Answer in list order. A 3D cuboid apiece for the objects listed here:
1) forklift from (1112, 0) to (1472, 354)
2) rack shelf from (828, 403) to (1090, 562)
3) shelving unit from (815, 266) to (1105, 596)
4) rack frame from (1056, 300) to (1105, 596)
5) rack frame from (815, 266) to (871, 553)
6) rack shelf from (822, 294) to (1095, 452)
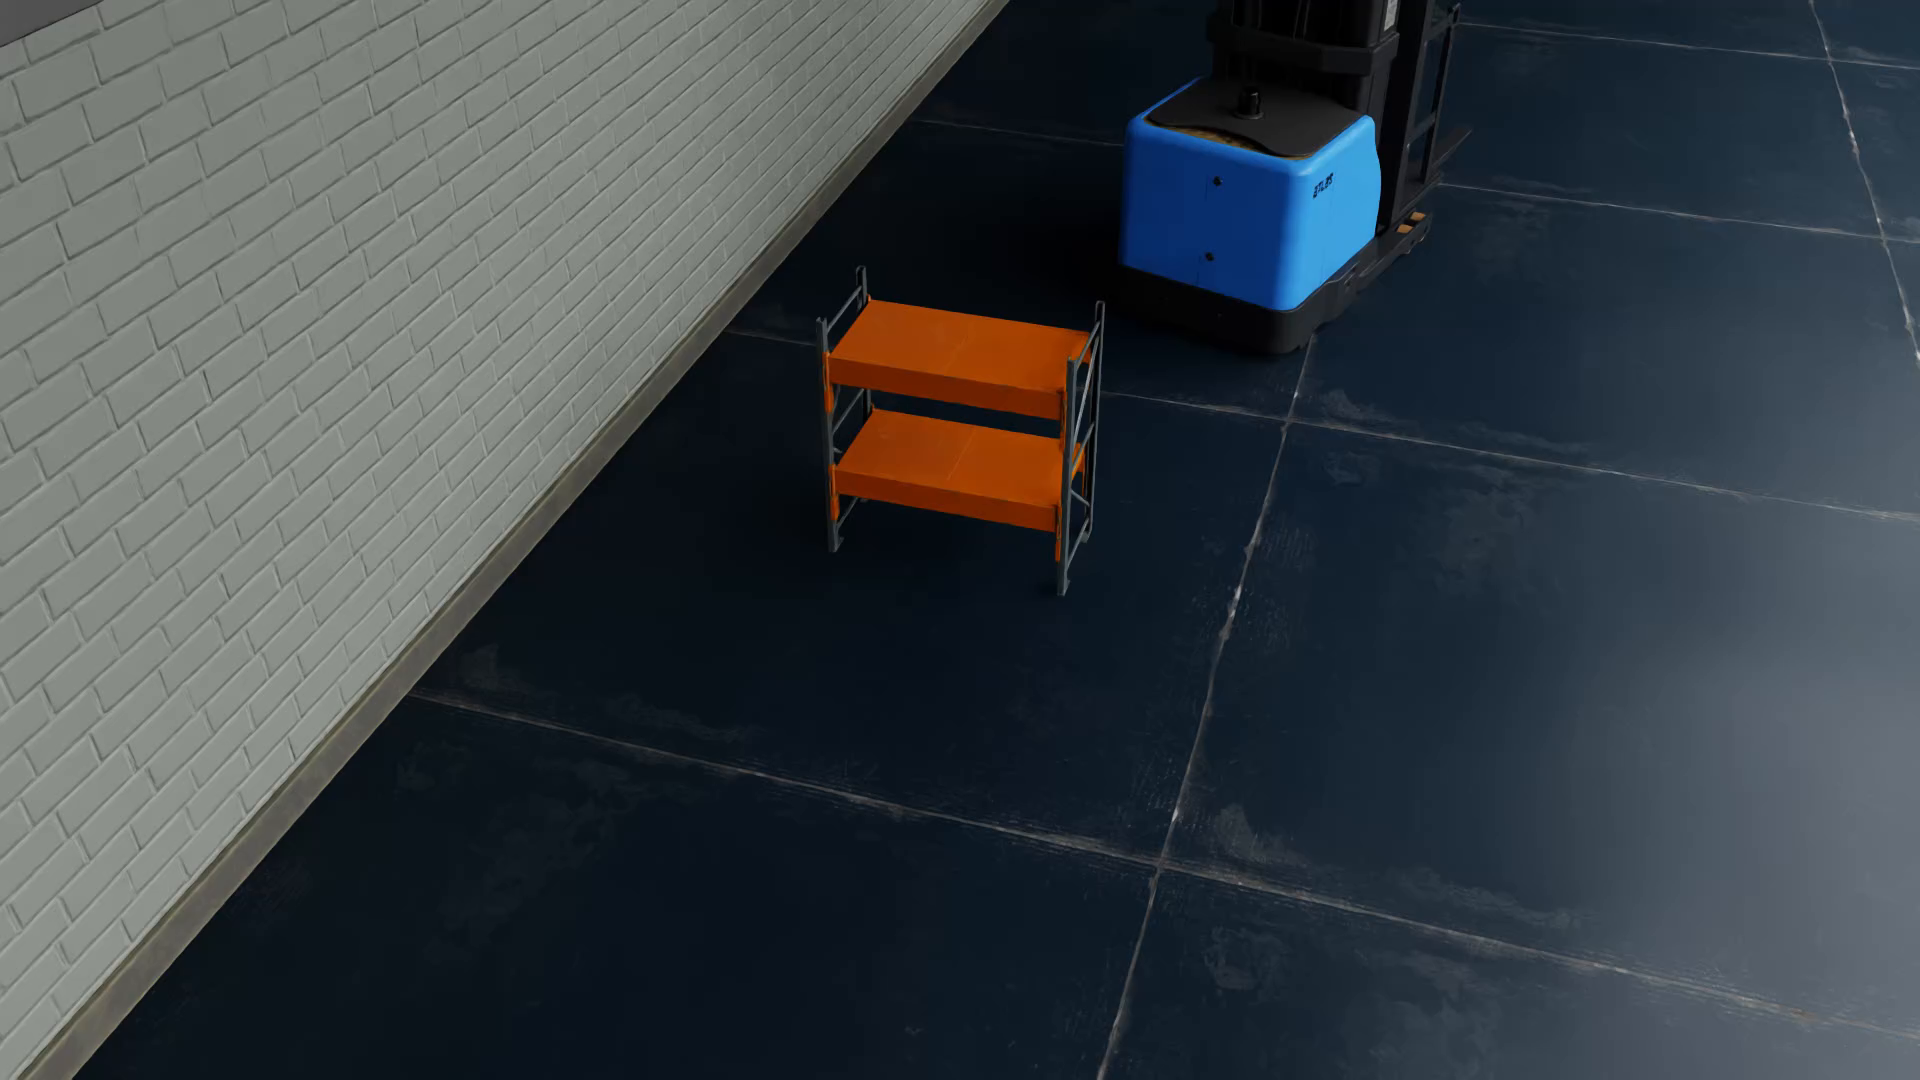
[{"bbox_3d":[2.062,-2.952,8.788,1.130,2.935,3.031,22,42,27],"label":"forklift"},{"bbox_3d":[0.006,-0.255,7.060,1.000,0.278,0.538,10,38,14],"label":"rack shelf"},{"bbox_3d":[0.006,-0.452,6.915,1.048,1.125,0.538,10,38,14],"label":"shelving unit"},{"bbox_3d":[0.492,-0.362,6.793,0.032,1.125,0.500,10,38,14],"label":"rack frame"},{"bbox_3d":[-0.479,-0.542,7.037,0.032,1.125,0.500,10,38,14],"label":"rack frame"},{"bbox_3d":[0.006,-0.688,6.741,1.000,0.278,0.538,10,38,14],"label":"rack shelf"}]
